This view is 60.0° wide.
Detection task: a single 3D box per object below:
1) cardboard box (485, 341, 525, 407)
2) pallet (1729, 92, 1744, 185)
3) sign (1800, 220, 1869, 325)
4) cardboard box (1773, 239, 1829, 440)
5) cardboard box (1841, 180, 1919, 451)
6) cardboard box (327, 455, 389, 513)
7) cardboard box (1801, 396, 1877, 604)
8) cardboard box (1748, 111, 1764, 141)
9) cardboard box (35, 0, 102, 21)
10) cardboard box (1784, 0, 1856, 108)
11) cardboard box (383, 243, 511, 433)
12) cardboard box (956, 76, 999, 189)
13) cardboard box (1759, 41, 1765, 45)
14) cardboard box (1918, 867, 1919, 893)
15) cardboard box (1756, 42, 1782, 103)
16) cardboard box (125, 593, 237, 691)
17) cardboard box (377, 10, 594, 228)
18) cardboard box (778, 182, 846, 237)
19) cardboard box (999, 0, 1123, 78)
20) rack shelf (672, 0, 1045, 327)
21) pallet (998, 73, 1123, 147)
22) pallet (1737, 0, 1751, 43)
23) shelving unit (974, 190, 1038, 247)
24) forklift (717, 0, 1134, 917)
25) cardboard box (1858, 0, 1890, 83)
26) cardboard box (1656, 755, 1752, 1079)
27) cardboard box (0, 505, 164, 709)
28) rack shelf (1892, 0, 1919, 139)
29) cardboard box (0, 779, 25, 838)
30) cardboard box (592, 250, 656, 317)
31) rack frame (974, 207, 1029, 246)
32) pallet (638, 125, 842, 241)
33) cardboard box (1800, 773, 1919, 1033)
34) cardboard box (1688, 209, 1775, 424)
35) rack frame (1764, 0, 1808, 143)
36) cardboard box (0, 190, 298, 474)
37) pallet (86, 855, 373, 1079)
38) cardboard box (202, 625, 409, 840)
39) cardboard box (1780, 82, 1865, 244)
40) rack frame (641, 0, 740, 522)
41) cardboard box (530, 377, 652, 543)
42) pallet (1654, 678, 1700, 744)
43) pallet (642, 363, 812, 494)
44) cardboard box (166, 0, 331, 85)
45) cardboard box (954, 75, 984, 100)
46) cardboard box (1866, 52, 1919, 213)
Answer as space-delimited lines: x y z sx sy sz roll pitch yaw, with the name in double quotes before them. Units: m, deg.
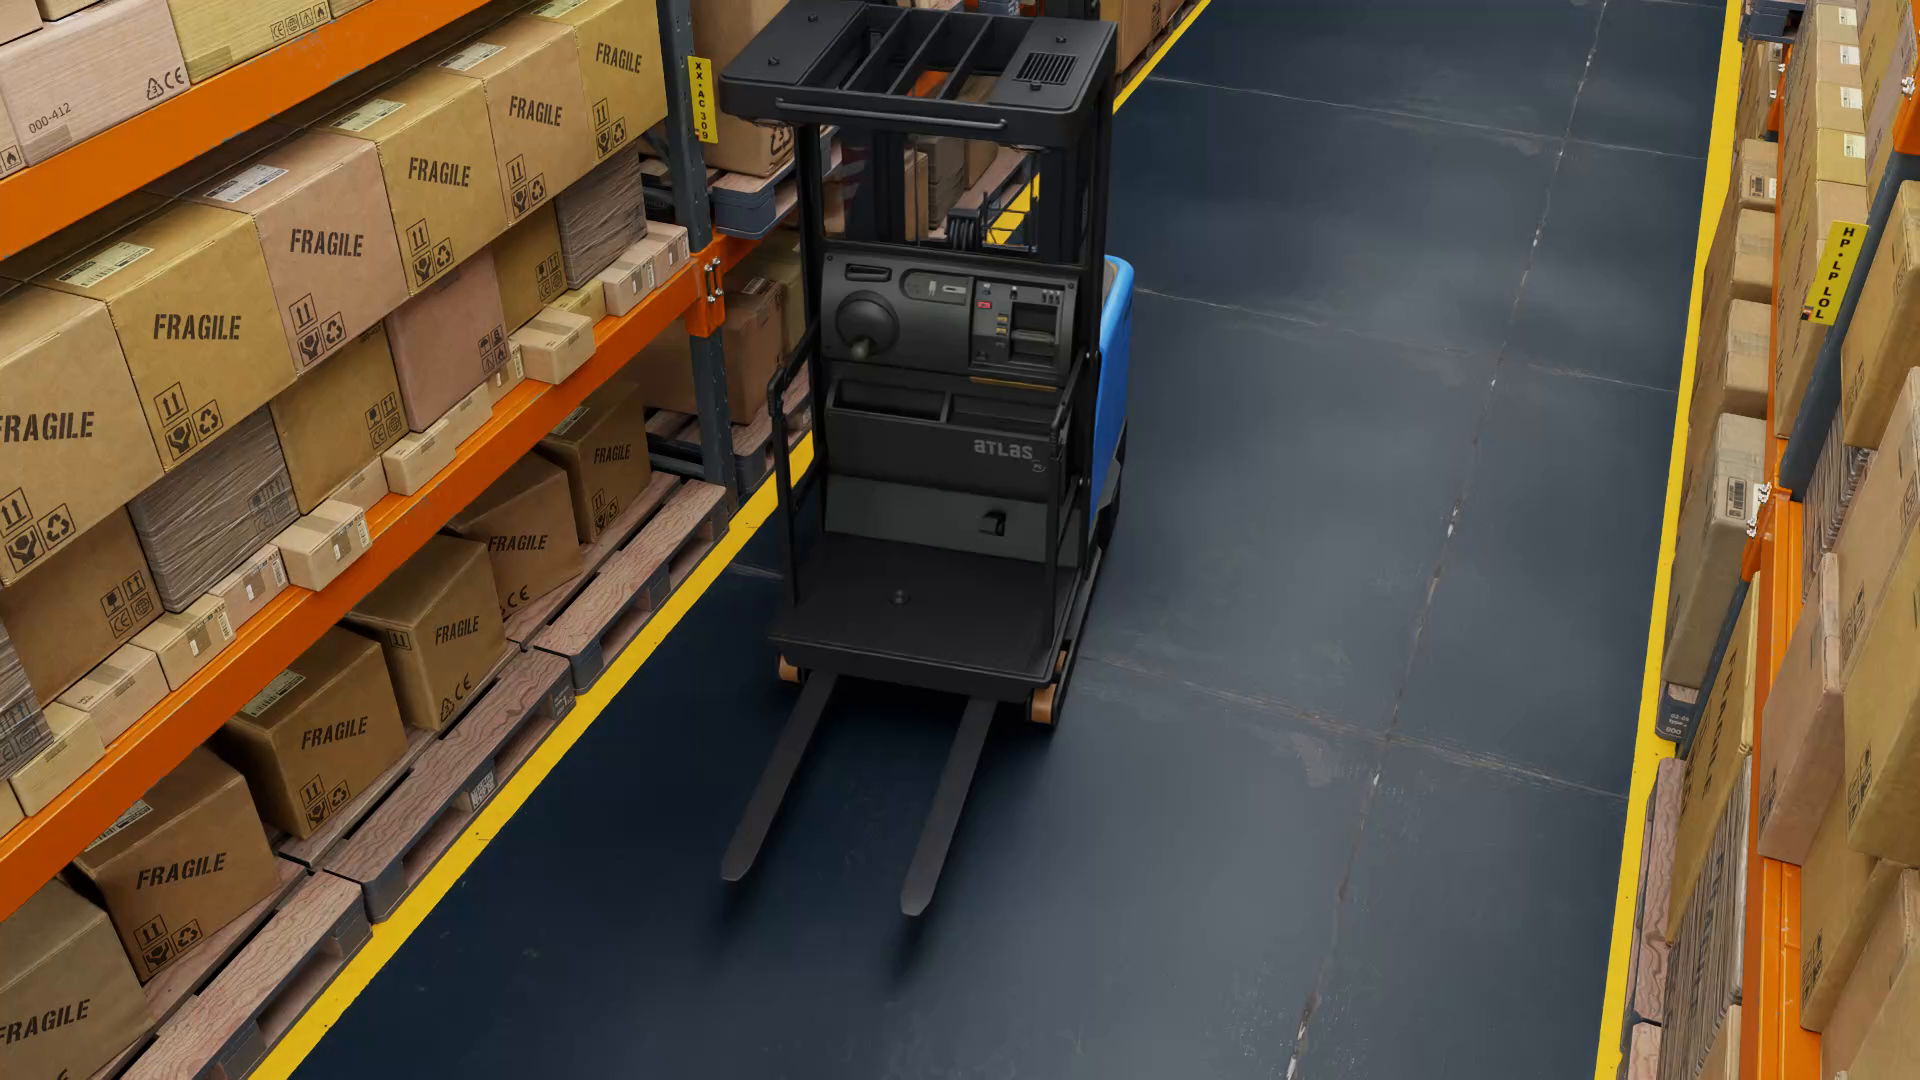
"cardboard box" -1.744 -0.598 5.755 0.380 0.149 0.250 14 39 18
"pallet" 5.365 -2.436 10.332 1.003 0.211 1.213 14 39 18
"sign" 2.573 -0.783 4.891 0.100 0.325 0.005 14 39 18
"cardboard box" 3.030 -0.622 5.494 0.500 0.500 0.500 14 39 17
"cardboard box" 2.906 -0.529 4.424 0.875 0.550 0.550 14 39 18
"cardboard box" -2.030 -0.183 5.200 0.380 0.149 0.250 14 39 18
"cardboard box" 2.949 -0.085 4.734 0.875 0.550 0.550 14 39 18
"cardboard box" 4.609 -2.038 9.208 0.500 0.500 0.500 14 39 18
"cardboard box" -2.147 -1.317 3.793 0.380 0.149 0.250 12 38 16
"cardboard box" 4.180 -2.300 7.738 0.500 0.500 0.500 14 39 18
"cardboard box" -2.018 -0.774 5.448 0.875 0.500 0.500 14 39 18
"cardboard box" -0.184 -2.432 9.719 0.700 0.500 0.500 12 38 15
"cardboard box" 5.209 -2.894 10.353 0.500 0.500 0.500 15 39 19
"cardboard box" 2.196 0.688 2.796 0.875 0.550 0.550 14 39 18
"cardboard box" 4.800 -2.635 9.380 0.500 0.250 0.500 14 39 18
"cardboard box" -2.264 0.245 4.627 0.380 0.149 0.250 14 39 18
"cardboard box" -1.576 -1.389 5.436 0.500 0.500 0.500 14 39 18
"cardboard box" -0.805 -1.498 8.469 0.700 0.500 0.500 11 38 14
"cardboard box" 0.334 -3.327 10.620 1.225 0.875 0.875 12 38 16
"rack shelf" -0.709 -2.237 8.339 1.077 0.370 4.000 14 39 18
"pallet" 0.422 -2.935 11.001 1.003 0.211 1.213 14 39 18
"pallet" 6.345 -3.925 12.324 1.003 0.211 1.213 14 39 18
"shelving unit" 0.200 -0.987 7.568 0.258 1.200 0.189 8 38 11
"forklift" -0.094 -0.729 5.778 1.130 2.935 3.031 8 38 11
"cardboard box" 4.036 -2.076 6.604 0.700 0.500 0.500 13 39 17
"cardboard box" 2.435 1.283 4.452 0.875 0.875 0.875 14 39 18
"cardboard box" -2.678 0.035 4.366 0.875 0.500 0.500 14 39 18
"rack shelf" 3.840 -2.253 5.854 1.077 0.370 4.000 14 39 18
"cardboard box" -2.550 0.660 4.072 0.380 0.149 0.250 14 39 18
"cardboard box" -1.384 -0.995 6.286 0.380 0.149 0.250 14 39 18
"rack frame" 0.178 -0.933 7.497 0.240 1.200 0.006 8 38 11
"pallet" -1.045 -1.731 7.221 1.003 0.211 1.213 14 39 18
"cardboard box" 2.338 0.813 3.532 0.875 0.550 0.500 14 39 18
"cardboard box" 3.956 -0.913 7.494 1.050 0.750 0.750 14 39 18
"rack frame" 4.601 -2.447 8.018 1.000 3.000 0.127 14 39 18
"cardboard box" -2.145 -0.558 4.324 0.500 0.500 0.500 14 39 18
"pallet" -2.621 1.430 5.161 1.003 0.211 1.213 14 39 18
"cardboard box" -2.287 0.606 5.670 0.500 0.500 0.500 18 40 22
"cardboard box" 3.605 -1.463 6.619 0.500 0.500 0.500 13 39 17
"rack frame" -1.470 -1.418 6.642 1.000 3.000 0.127 14 39 18
"cardboard box" -1.659 -0.373 6.980 0.500 0.500 0.500 13 39 16
"pallet" 3.302 0.440 6.485 1.003 0.211 1.213 14 39 18
"pallet" -1.175 -0.733 8.054 1.003 0.211 1.213 14 39 18
"cardboard box" -1.993 -1.402 4.241 0.500 0.250 0.500 15 39 19
"cardboard box" -0.175 -2.730 9.492 0.500 0.250 0.500 15 39 20
"cardboard box" 3.456 -1.234 5.477 0.700 0.500 0.500 13 39 17
